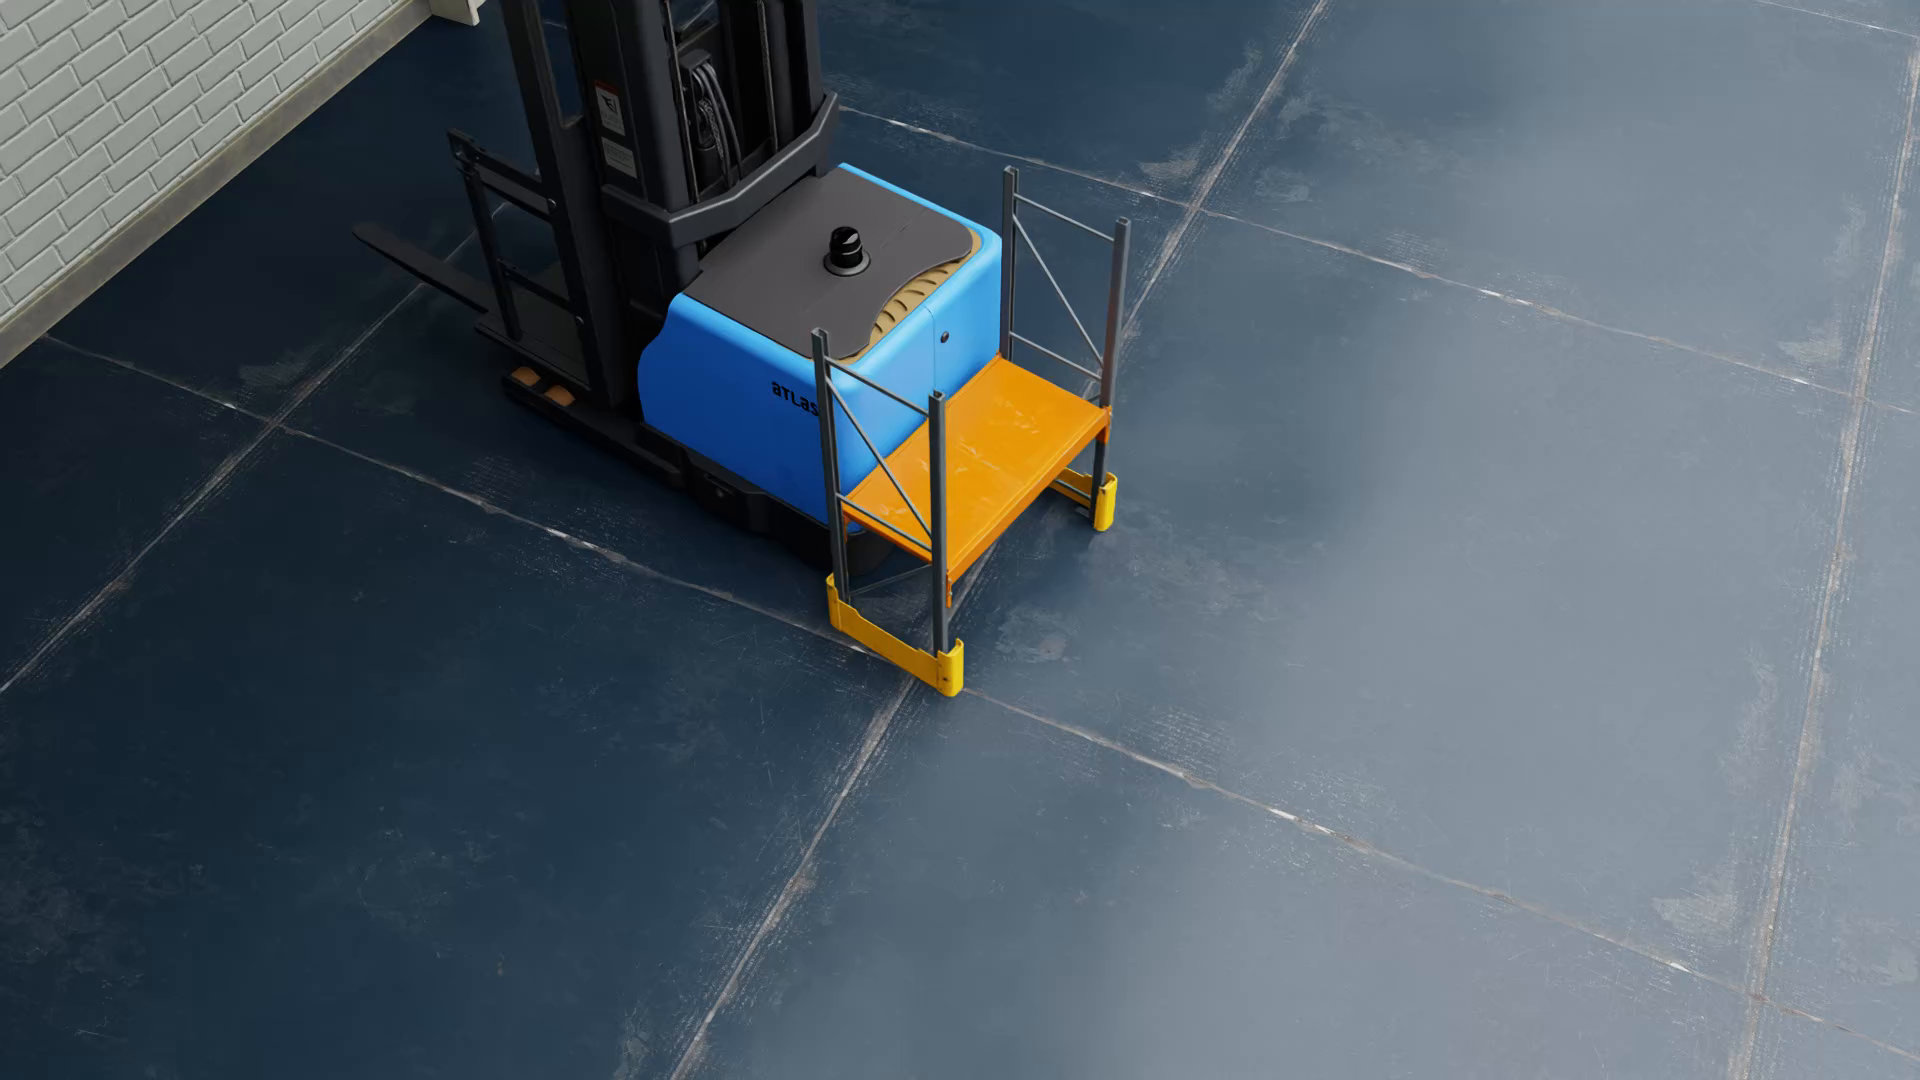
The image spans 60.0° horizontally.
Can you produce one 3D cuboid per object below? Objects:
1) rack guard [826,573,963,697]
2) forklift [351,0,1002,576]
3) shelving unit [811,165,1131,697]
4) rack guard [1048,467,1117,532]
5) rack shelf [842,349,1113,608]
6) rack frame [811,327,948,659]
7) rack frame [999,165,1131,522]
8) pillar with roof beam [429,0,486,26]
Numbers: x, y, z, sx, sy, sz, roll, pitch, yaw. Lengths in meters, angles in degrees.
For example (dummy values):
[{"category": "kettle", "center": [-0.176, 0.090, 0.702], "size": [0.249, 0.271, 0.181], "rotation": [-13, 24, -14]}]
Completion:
[{"category": "rack guard", "center": [-0.240, 0.341, 6.111], "size": [0.587, 0.250, 0.087], "rotation": [30, 56, 23]}, {"category": "forklift", "center": [-1.311, -1.731, 6.113], "size": [3.031, 2.935, 1.130], "rotation": [29, 55, 22]}, {"category": "shelving unit", "center": [0.058, -0.368, 5.893], "size": [0.587, 1.500, 1.083], "rotation": [30, 56, 23]}, {"category": "rack guard", "center": [0.357, -0.266, 6.628], "size": [0.587, 0.250, 0.087], "rotation": [30, 56, 23]}, {"category": "rack shelf", "center": [0.053, -0.246, 6.026], "size": [0.538, 0.185, 1.000], "rotation": [30, 56, 23]}, {"category": "rack frame", "center": [-0.252, -0.052, 5.625], "size": [0.500, 1.500, 0.032], "rotation": [30, 56, 23]}, {"category": "rack frame", "center": [0.357, -0.672, 6.152], "size": [0.500, 1.500, 0.032], "rotation": [30, 56, 23]}, {"category": "pillar with roof beam", "center": [1.234, -4.454, 4.447], "size": [9.100, 9.000, 0.400], "rotation": [20, 52, 16]}]
